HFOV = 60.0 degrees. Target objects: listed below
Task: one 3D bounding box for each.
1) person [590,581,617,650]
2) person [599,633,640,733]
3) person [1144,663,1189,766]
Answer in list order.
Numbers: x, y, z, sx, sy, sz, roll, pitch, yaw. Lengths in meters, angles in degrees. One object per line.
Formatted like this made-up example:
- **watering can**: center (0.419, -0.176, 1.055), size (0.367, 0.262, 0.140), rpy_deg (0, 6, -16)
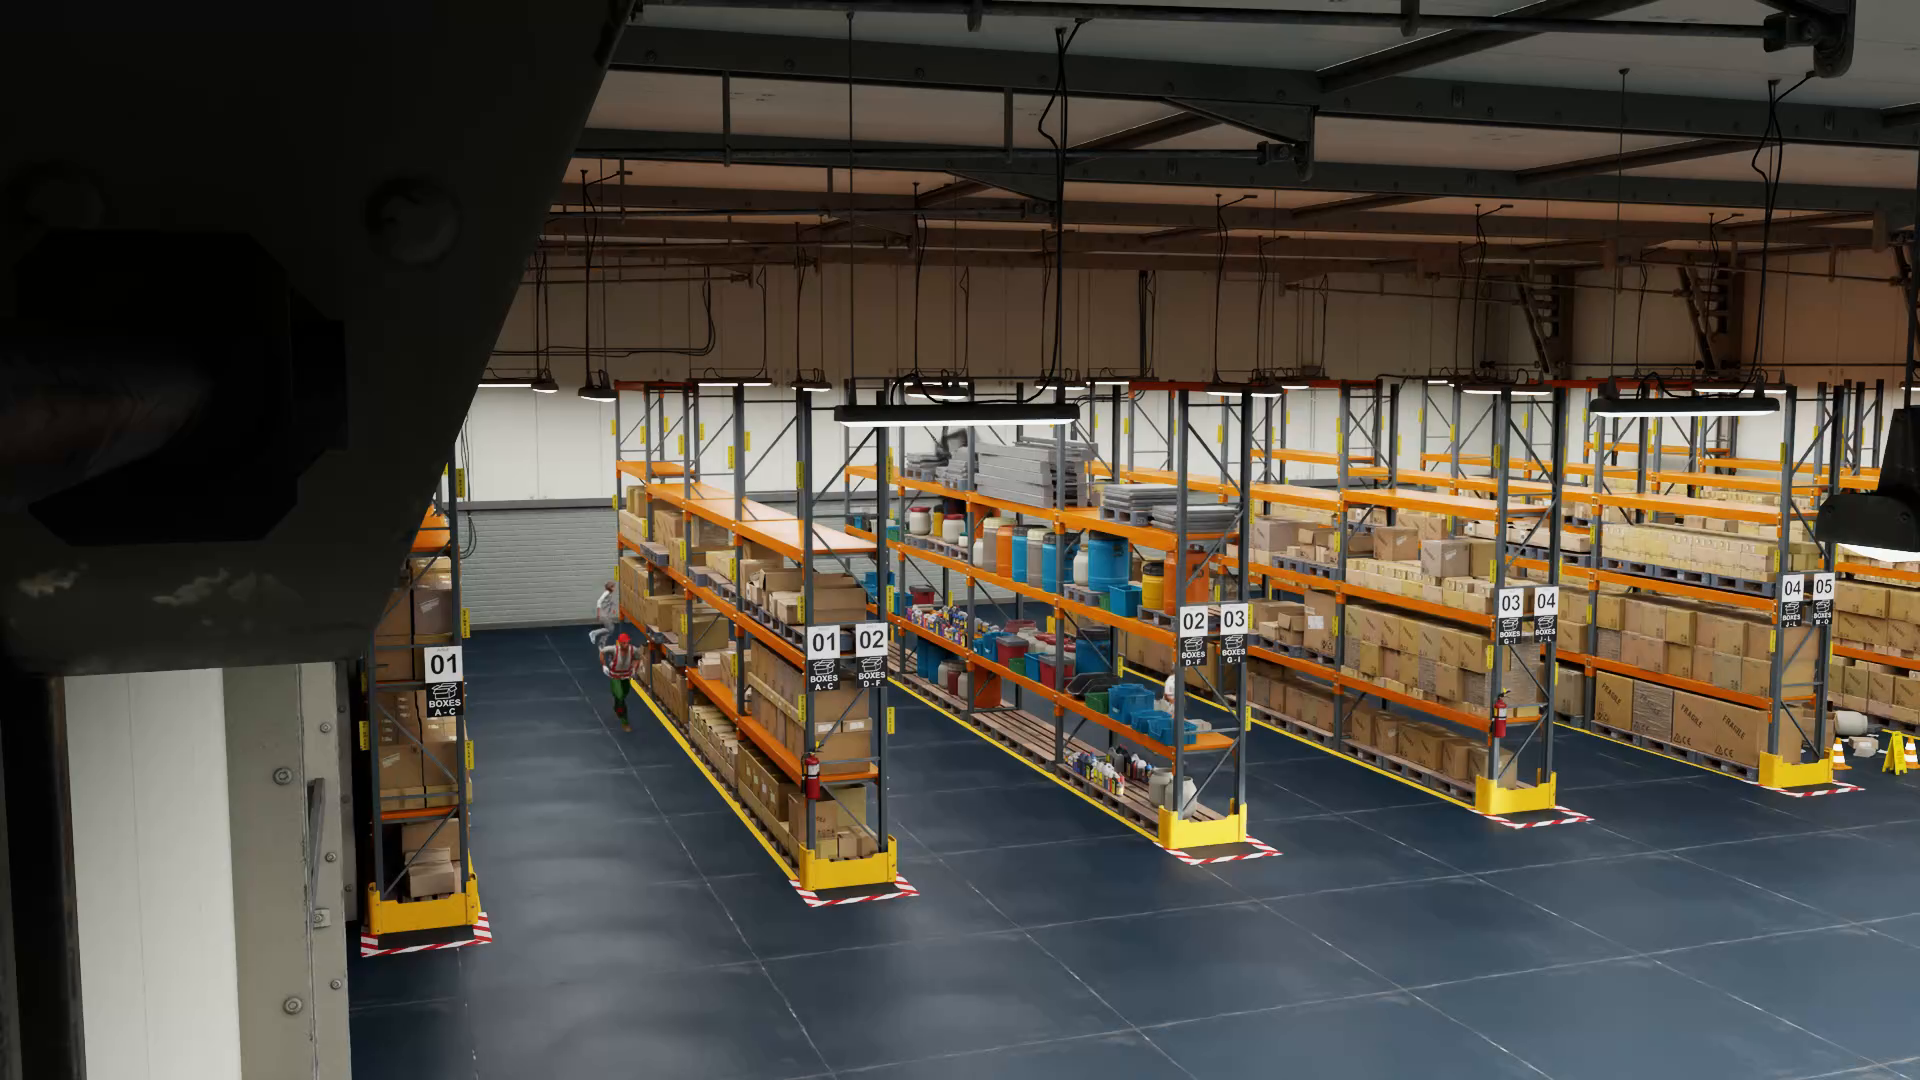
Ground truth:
- **person**: center (-7.912, 1.683, 36.853), size (0.599, 1.539, 0.524), rpy_deg (-1, 6, -7)
- **person**: center (-5.943, 2.436, 29.032), size (0.702, 1.735, 1.051), rpy_deg (-2, 6, -21)
- **person**: center (3.268, 2.737, 26.416), size (0.784, 1.649, 0.560), rpy_deg (4, 7, 35)
